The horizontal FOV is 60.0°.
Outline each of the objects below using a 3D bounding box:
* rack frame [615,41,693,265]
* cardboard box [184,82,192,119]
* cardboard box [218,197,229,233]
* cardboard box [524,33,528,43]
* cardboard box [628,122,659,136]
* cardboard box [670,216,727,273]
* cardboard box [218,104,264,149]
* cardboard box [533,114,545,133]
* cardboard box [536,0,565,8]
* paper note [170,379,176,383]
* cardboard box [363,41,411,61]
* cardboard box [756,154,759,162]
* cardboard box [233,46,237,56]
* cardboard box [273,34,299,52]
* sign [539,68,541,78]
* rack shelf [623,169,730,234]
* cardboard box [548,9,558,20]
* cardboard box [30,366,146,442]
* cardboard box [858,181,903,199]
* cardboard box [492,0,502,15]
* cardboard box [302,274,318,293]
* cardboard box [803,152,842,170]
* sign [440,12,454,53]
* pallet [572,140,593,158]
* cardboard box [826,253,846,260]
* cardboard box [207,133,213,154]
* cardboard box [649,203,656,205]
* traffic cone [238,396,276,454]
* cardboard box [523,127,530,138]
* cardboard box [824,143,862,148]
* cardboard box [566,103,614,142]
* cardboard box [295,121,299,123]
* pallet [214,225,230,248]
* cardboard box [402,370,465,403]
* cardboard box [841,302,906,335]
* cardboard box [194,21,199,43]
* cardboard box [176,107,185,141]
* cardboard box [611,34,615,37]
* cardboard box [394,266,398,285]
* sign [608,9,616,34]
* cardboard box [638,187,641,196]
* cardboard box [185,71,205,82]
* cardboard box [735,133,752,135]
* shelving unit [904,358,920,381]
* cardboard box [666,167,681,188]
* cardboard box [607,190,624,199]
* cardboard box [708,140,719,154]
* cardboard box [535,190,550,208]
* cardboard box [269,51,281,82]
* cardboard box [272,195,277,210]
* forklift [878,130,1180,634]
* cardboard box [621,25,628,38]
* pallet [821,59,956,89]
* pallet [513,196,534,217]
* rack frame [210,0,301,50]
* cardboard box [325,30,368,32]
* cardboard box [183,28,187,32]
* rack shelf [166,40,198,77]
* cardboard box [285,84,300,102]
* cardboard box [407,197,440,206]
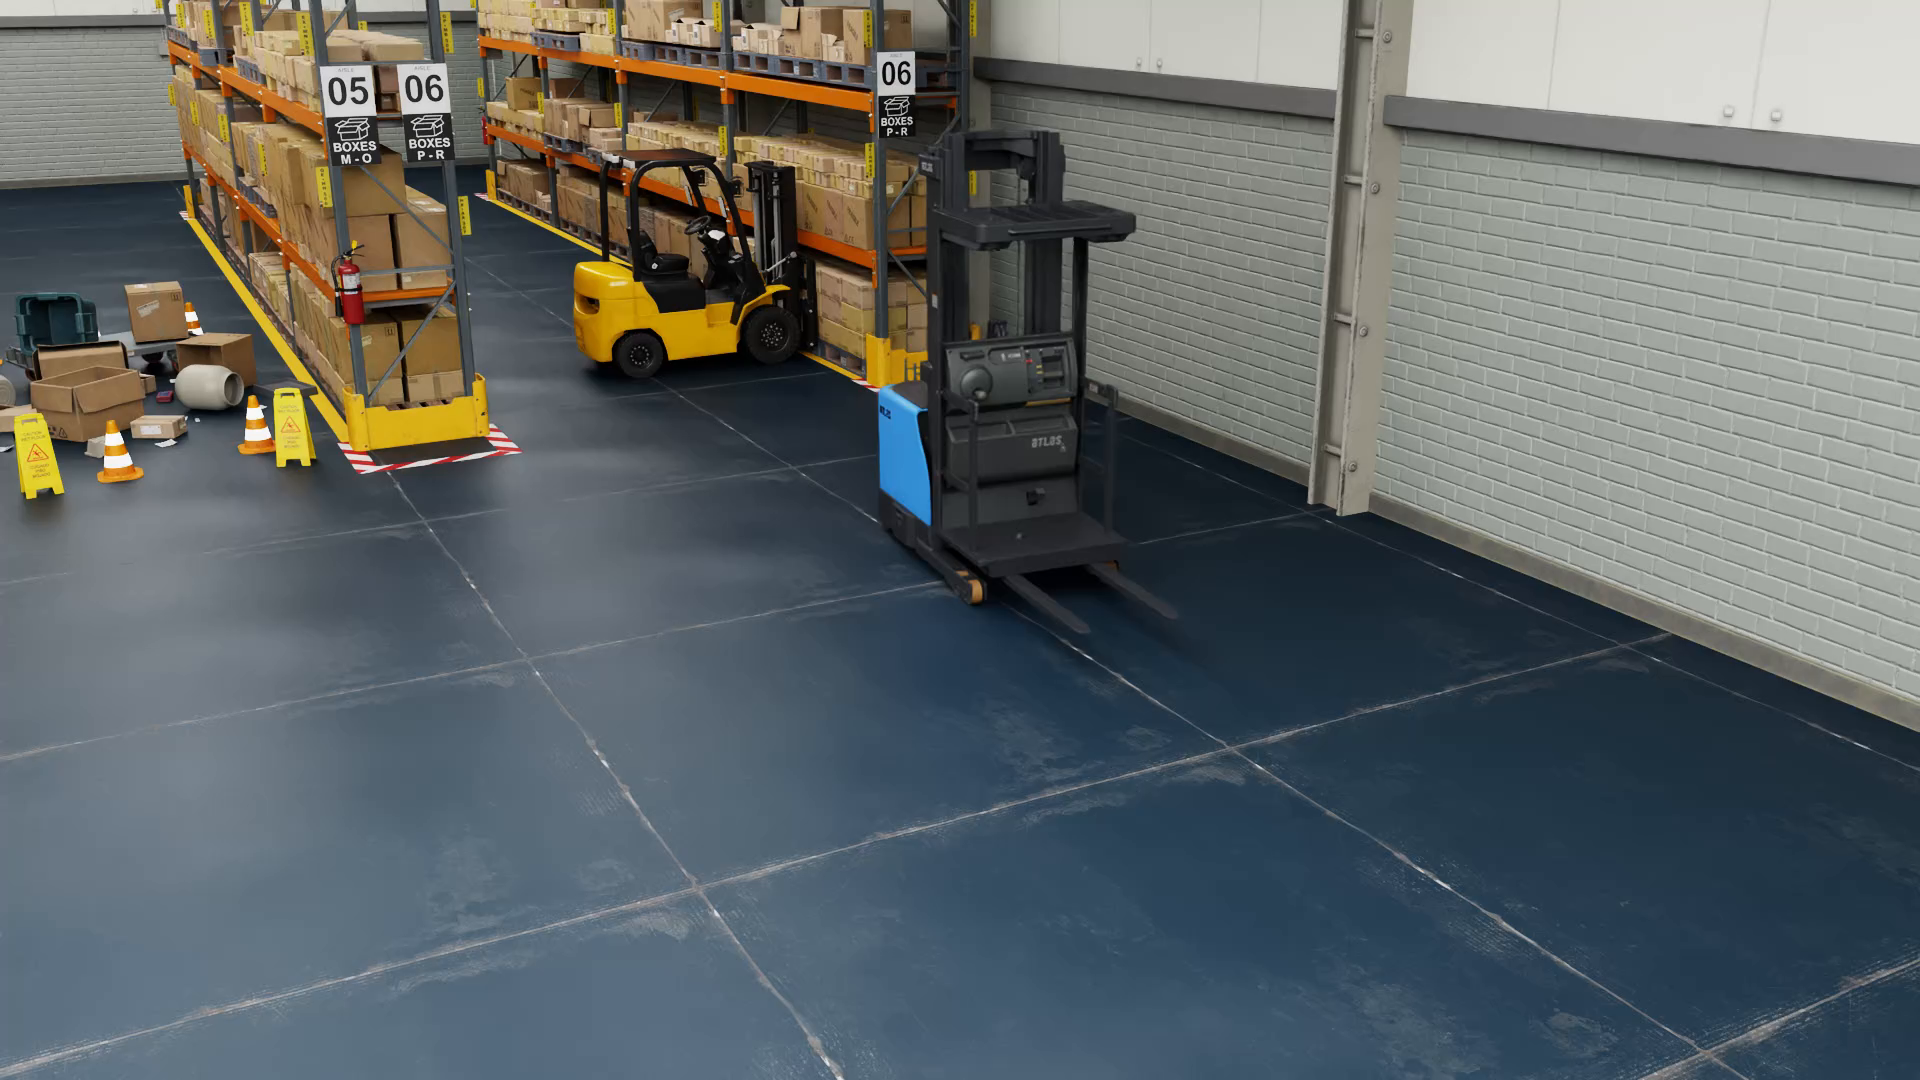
[{"bbox_3d":[-4.174,-5.358,23.061,1.000,3.000,0.127,-10,21,-27],"label":"rack frame"},{"bbox_3d":[-11.391,-6.641,25.091,0.500,0.500,0.500,-10,21,-26],"label":"cardboard box"},{"bbox_3d":[-10.643,-4.921,25.077,0.875,0.438,0.875,-10,22,-27],"label":"cardboard box"},{"bbox_3d":[-6.737,-8.012,26.539,0.380,0.149,0.250,-9,21,-25],"label":"cardboard box"},{"bbox_3d":[-4.281,-5.575,22.541,0.380,0.149,0.250,-9,21,-25],"label":"cardboard box"},{"bbox_3d":[-3.252,-3.873,21.754,0.875,0.625,0.625,-11,22,-29],"label":"cardboard box"},{"bbox_3d":[-9.016,-5.216,20.963,0.500,0.500,0.500,-11,22,-28],"label":"cardboard box"},{"bbox_3d":[-6.530,-6.684,26.678,0.500,0.250,0.500,-9,21,-25],"label":"cardboard box"},{"bbox_3d":[-6.237,-8.247,25.332,0.396,0.266,0.258,-10,22,-27],"label":"cardboard box"},{"bbox_3d":[-7.891,-1.620,16.779,0.148,0.019,0.142,-10,21,-27],"label":"paper note"},{"bbox_3d":[-4.864,-4.171,14.185,0.380,0.149,0.250,-10,21,-27],"label":"cardboard box"},{"bbox_3d":[-2.082,-4.287,18.808,0.380,0.149,0.250,-10,21,-27],"label":"cardboard box"},{"bbox_3d":[-8.419,-5.753,19.811,0.396,0.266,0.258,-10,21,-27],"label":"cardboard box"},{"bbox_3d":[-6.248,-4.685,15.673,0.380,0.149,0.250,-11,22,-28],"label":"cardboard box"},{"bbox_3d":[-7.475,-8.432,29.708,0.100,0.325,0.005,-10,21,-27],"label":"sign"},{"bbox_3d":[-3.224,-4.444,21.514,1.077,0.370,4.000,-10,21,-27],"label":"rack shelf"},{"bbox_3d":[-5.899,-7.823,24.739,0.380,0.149,0.250,-10,22,-28],"label":"cardboard box"},{"bbox_3d":[-7.803,-1.224,14.906,0.637,0.503,0.797,7,20,20],"label":"cardboard box"},{"bbox_3d":[-0.786,-3.472,16.446,0.380,0.149,0.250,-10,21,-26],"label":"cardboard box"},{"bbox_3d":[-7.507,-8.921,27.796,0.500,0.250,0.500,-10,22,-27],"label":"cardboard box"},{"bbox_3d":[-6.216,-2.519,16.261,0.380,0.149,0.250,-9,21,-24],"label":"cardboard box"},{"bbox_3d":[-1.425,-3.977,17.455,0.380,0.149,0.250,-10,21,-26],"label":"cardboard box"},{"bbox_3d":[-4.264,-4.207,13.786,0.100,0.325,0.005,-10,21,-27],"label":"sign"},{"bbox_3d":[-5.101,-5.825,24.708,1.003,0.211,1.213,-10,21,-27],"label":"pallet"},{"bbox_3d":[-1.142,-3.036,18.371,0.500,0.250,0.500,-10,22,-28],"label":"cardboard box"},{"bbox_3d":[-9.990,-5.438,22.754,0.500,0.250,0.500,-10,21,-26],"label":"cardboard box"},{"bbox_3d":[-4.343,-4.683,24.293,0.500,0.500,0.500,-10,21,-26],"label":"cardboard box"},{"bbox_3d":[-6.081,-1.016,14.366,0.336,0.463,0.334,-10,21,-27],"label":"traffic cone"},{"bbox_3d":[-6.981,-6.731,27.424,0.380,0.149,0.250,-10,22,-27],"label":"cardboard box"},{"bbox_3d":[-1.277,-4.287,18.352,0.380,0.149,0.250,-10,22,-27],"label":"cardboard box"},{"bbox_3d":[-5.422,-6.205,24.717,0.700,0.500,0.500,-10,21,-27],"label":"cardboard box"},{"bbox_3d":[-7.515,-4.855,19.356,0.380,0.149,0.250,-11,22,-29],"label":"cardboard box"},{"bbox_3d":[-10.732,-4.649,25.280,1.003,0.211,1.213,-10,21,-27],"label":"pallet"},{"bbox_3d":[-4.881,-1.465,15.349,0.500,0.250,0.500,-10,21,-27],"label":"cardboard box"},{"bbox_3d":[-0.881,-2.288,16.968,0.500,0.250,0.500,-10,22,-27],"label":"cardboard box"},{"bbox_3d":[-9.880,-6.711,21.944,0.396,0.266,0.258,-8,21,-22],"label":"cardboard box"},{"bbox_3d":[-12.364,-6.750,26.940,0.500,0.500,0.500,-10,21,-27],"label":"cardboard box"},{"bbox_3d":[-4.554,-6.958,22.718,0.380,0.149,0.250,-9,21,-26],"label":"cardboard box"},{"bbox_3d":[-4.853,-2.373,14.794,0.380,0.149,0.250,-10,21,-26],"label":"cardboard box"},{"bbox_3d":[-4.652,-6.937,22.245,0.100,0.325,0.005,-10,21,-27],"label":"sign"},{"bbox_3d":[-4.652,-5.179,24.735,0.380,0.149,0.250,-10,22,-28],"label":"cardboard box"},{"bbox_3d":[-11.547,-7.047,25.275,0.380,0.149,0.250,-10,21,-27],"label":"cardboard box"},{"bbox_3d":[-2.811,-5.072,21.084,0.380,0.149,0.250,-10,21,-27],"label":"cardboard box"},{"bbox_3d":[-0.267,-0.775,12.538,0.258,1.200,0.189,-8,21,-22],"label":"shelving unit"},{"bbox_3d":[-3.448,-4.681,21.328,0.500,0.250,0.500,-9,21,-25],"label":"cardboard box"},{"bbox_3d":[-4.960,-5.023,24.283,0.380,0.149,0.250,-9,21,-25],"label":"cardboard box"},{"bbox_3d":[-2.840,-4.777,20.229,0.380,0.149,0.250,-10,21,-27],"label":"cardboard box"},{"bbox_3d":[-6.766,-5.629,27.394,0.396,0.266,0.258,-9,21,-25],"label":"cardboard box"},{"bbox_3d":[-6.193,-4.466,15.652,0.500,0.250,0.500,-10,21,-26],"label":"cardboard box"},{"bbox_3d":[-7.128,-3.625,17.778,0.380,0.149,0.250,-10,21,-26],"label":"cardboard box"},{"bbox_3d":[0.435,-1.119,10.882,1.130,2.935,3.031,-8,21,-22],"label":"forklift"},{"bbox_3d":[-4.275,-6.764,22.098,0.380,0.166,0.250,-10,21,-27],"label":"cardboard box"},{"bbox_3d":[-0.688,-4.645,16.530,1.003,0.211,1.213,-10,21,-27],"label":"pallet"},{"bbox_3d":[-6.982,-5.736,28.431,1.003,0.211,1.213,-10,21,-27],"label":"pallet"},{"bbox_3d":[-8.540,-7.424,19.851,1.000,3.000,0.127,-10,21,-27],"label":"rack frame"},{"bbox_3d":[-6.107,-4.996,16.576,0.380,0.149,0.250,-11,22,-28],"label":"cardboard box"},{"bbox_3d":[-11.025,-7.470,23.993,0.396,0.266,0.258,-9,21,-25],"label":"cardboard box"},{"bbox_3d":[-11.389,-7.388,25.449,1.077,0.370,4.000,-10,21,-27],"label":"rack shelf"},{"bbox_3d":[-5.926,-4.084,15.155,0.380,0.149,0.250,-10,22,-27],"label":"cardboard box"},{"bbox_3d":[-4.971,-2.807,15.057,0.500,0.500,0.500,-9,21,-25],"label":"cardboard box"}]
